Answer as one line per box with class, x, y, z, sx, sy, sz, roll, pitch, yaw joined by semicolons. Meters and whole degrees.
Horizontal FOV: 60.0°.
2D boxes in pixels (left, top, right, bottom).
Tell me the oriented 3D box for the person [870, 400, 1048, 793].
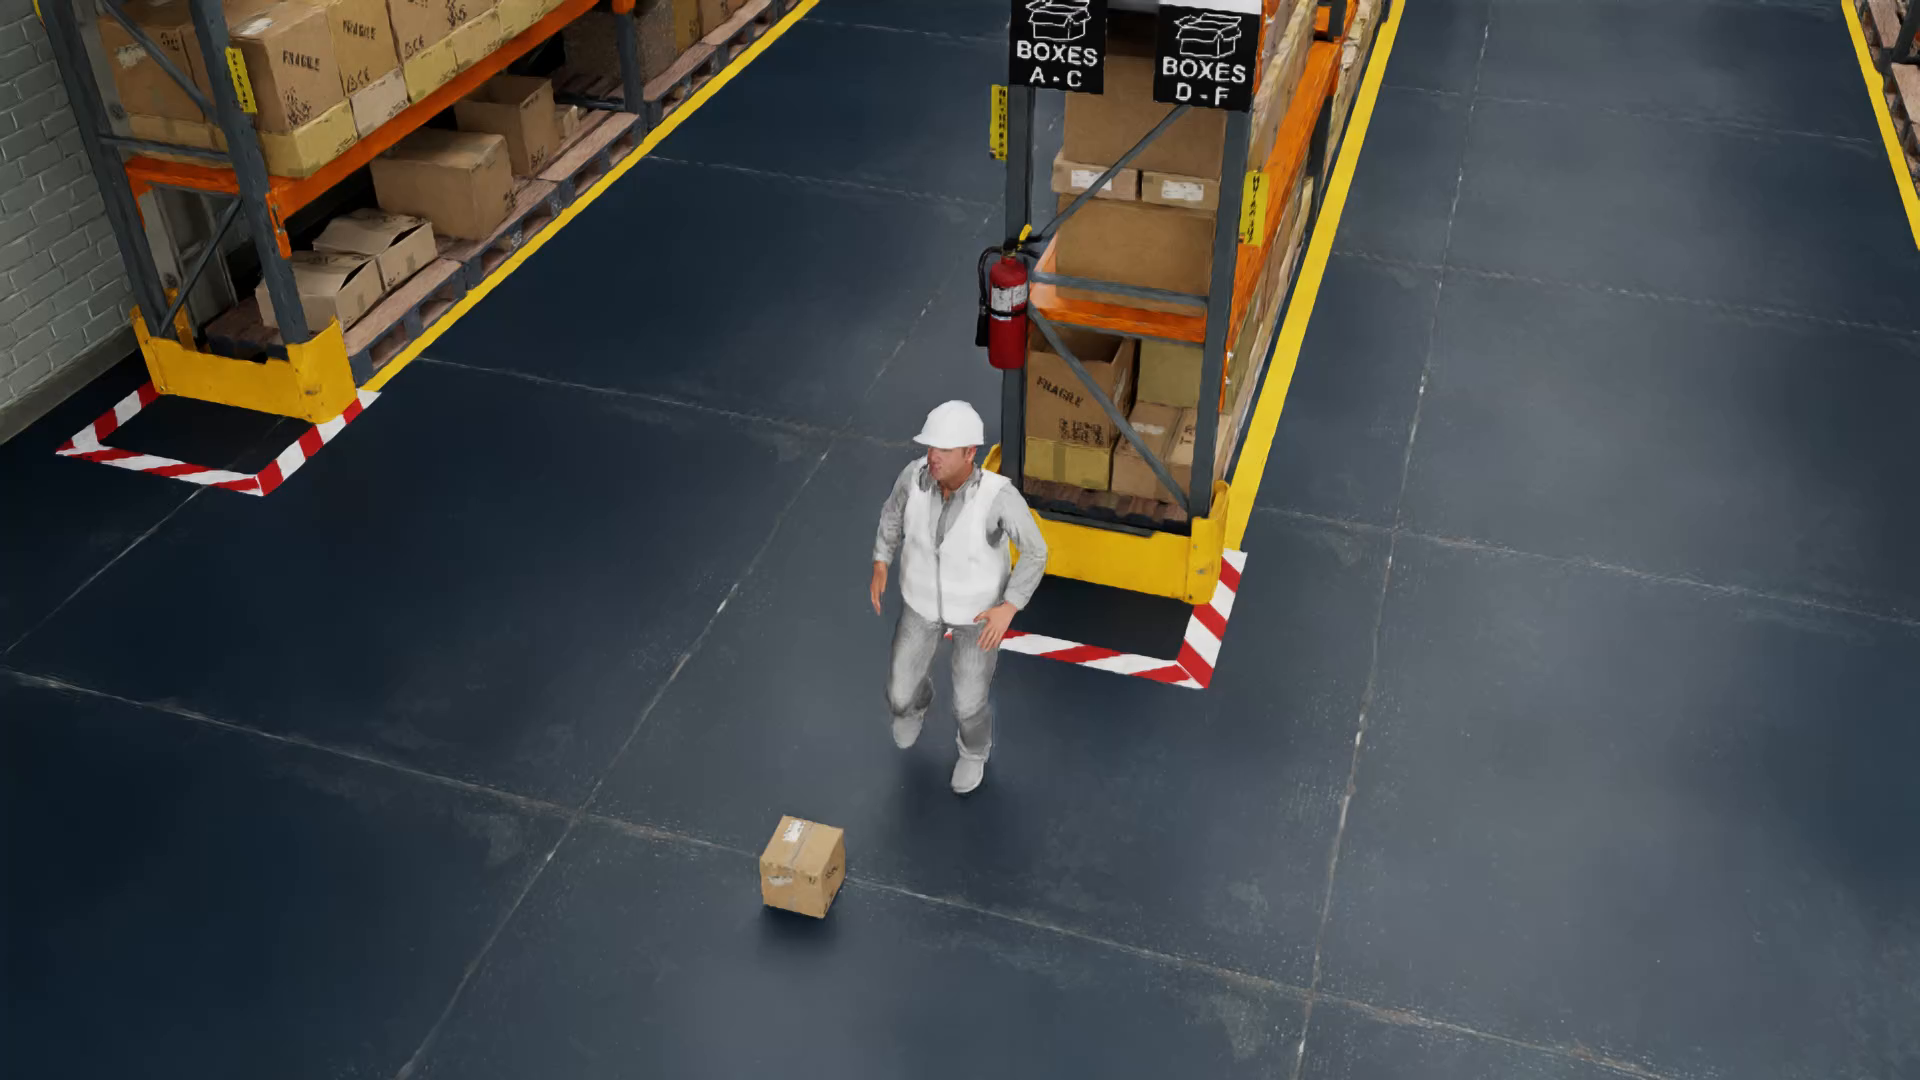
person;-0.029;0.265;6.545;0.716;1.748;0.503;11;38;14
